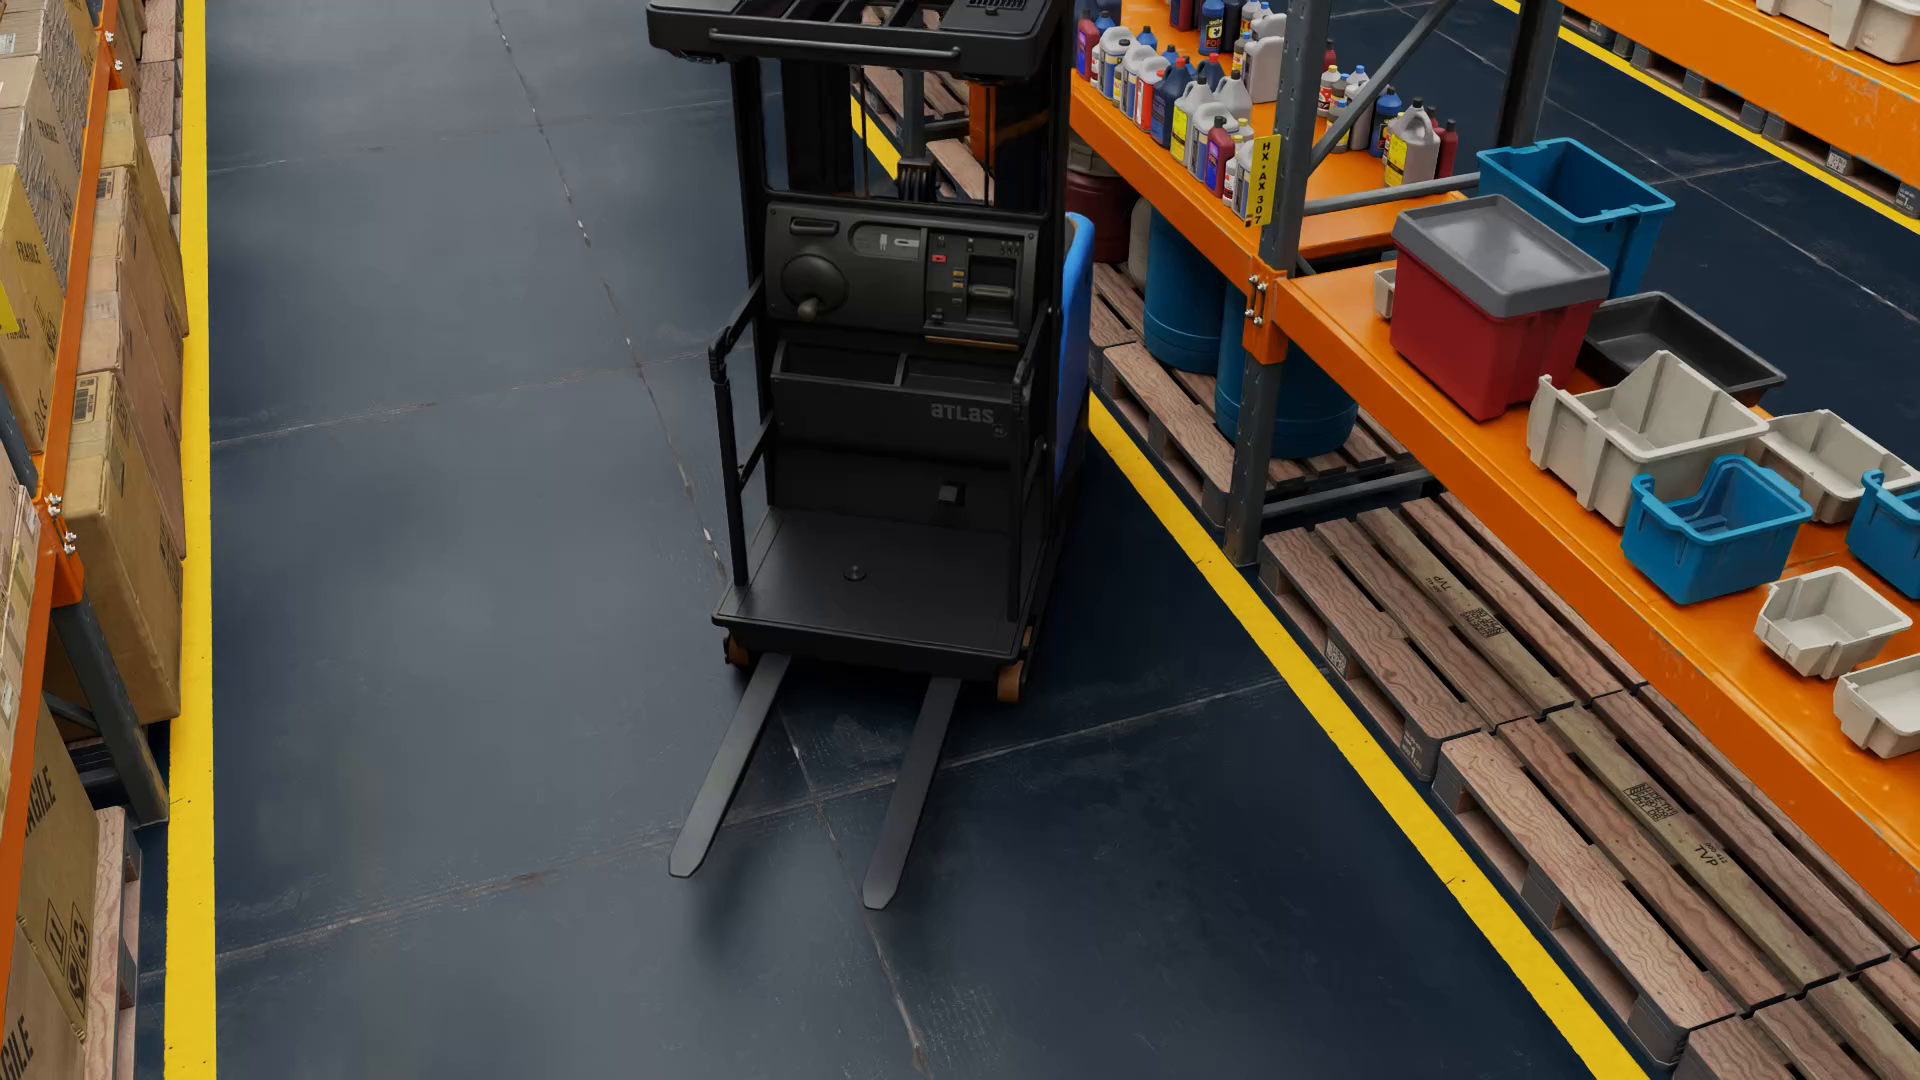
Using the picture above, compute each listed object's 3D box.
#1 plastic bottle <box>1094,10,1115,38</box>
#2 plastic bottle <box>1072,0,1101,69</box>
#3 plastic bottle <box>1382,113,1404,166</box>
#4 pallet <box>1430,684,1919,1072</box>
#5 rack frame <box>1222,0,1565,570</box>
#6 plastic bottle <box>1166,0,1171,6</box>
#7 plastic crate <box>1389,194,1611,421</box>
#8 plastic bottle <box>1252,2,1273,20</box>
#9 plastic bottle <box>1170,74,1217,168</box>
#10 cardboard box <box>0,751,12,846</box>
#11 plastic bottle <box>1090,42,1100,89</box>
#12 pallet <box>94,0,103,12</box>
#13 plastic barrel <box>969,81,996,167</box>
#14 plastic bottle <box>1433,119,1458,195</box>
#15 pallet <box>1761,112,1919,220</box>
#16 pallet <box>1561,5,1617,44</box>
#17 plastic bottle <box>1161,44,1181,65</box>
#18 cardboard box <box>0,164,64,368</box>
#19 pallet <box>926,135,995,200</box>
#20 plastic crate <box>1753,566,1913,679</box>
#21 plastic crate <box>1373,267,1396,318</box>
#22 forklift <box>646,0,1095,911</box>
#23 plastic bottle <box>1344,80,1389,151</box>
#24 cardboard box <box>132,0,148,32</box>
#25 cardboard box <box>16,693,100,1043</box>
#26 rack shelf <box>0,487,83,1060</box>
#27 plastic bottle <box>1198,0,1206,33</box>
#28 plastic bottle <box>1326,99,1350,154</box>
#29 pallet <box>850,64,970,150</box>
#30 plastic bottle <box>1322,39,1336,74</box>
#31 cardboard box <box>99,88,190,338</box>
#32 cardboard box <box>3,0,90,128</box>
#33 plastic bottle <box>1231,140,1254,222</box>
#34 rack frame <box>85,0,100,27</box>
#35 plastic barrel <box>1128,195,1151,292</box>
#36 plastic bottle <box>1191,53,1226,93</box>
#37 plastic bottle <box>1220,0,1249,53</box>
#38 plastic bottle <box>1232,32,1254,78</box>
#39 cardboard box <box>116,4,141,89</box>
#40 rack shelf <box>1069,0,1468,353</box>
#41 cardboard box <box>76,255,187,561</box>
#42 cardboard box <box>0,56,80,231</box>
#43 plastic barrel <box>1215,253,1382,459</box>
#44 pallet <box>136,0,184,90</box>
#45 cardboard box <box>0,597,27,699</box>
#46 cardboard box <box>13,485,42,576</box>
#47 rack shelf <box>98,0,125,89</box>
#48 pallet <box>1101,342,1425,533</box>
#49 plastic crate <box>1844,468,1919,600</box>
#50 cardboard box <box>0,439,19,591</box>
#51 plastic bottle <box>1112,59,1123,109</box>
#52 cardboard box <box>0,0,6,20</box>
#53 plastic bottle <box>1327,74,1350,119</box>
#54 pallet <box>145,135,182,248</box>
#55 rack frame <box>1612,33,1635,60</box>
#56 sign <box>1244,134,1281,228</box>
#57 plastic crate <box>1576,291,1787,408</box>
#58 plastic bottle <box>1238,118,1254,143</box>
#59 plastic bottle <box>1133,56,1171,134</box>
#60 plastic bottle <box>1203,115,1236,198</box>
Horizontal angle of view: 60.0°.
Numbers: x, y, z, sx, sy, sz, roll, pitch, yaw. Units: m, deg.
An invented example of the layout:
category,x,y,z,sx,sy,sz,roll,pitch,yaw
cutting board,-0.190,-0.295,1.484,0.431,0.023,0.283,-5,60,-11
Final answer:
category,x,y,z,sx,sy,sz,roll,pitch,yaw
plastic bottle,0.624,-2.168,7.242,0.097,0.271,0.097,0,37,0
plastic bottle,0.540,-2.271,7.313,0.144,0.351,0.185,-12,39,-16
plastic bottle,1.715,-1.570,6.506,0.097,0.201,0.097,0,37,0
pallet,2.256,0.994,5.255,1.003,0.211,1.213,-12,39,-16
rack frame,1.543,-1.217,5.873,1.000,3.000,0.127,-12,39,-16
plastic bottle,1.043,-2.673,7.971,0.097,0.201,0.097,0,37,0
plastic crate,1.615,-0.710,5.097,0.402,0.464,0.583,-12,39,-16
plastic bottle,1.329,-2.231,7.326,0.097,0.271,0.097,0,37,0
plastic bottle,0.920,-1.649,6.487,0.144,0.351,0.185,-12,39,-16
cardboard box,-2.340,0.594,3.677,0.380,0.149,0.250,-12,39,-15
plastic bottle,0.613,-2.052,7.146,0.097,0.201,0.097,0,37,0
pallet,-4.829,-2.755,8.074,1.213,0.211,1.003,-12,39,-16
plastic barrel,0.351,-2.505,9.037,0.600,0.830,0.708,-12,39,-16
plastic bottle,1.817,-1.466,6.300,0.061,0.283,0.133,-12,39,-16
pallet,5.456,-2.269,9.587,1.003,0.211,1.213,-12,39,-16
pallet,4.572,-3.860,11.699,1.003,0.211,1.213,-12,39,-16
plastic bottle,0.869,-1.925,6.920,0.097,0.271,0.097,0,37,0
cardboard box,-3.205,-0.827,5.272,0.500,0.500,0.500,-12,39,-16
pallet,0.477,-1.926,9.132,1.003,0.211,1.213,-12,39,-16
plastic crate,2.145,0.218,4.136,0.298,0.136,0.250,-12,39,-16
plastic crate,1.569,-0.843,5.546,0.396,0.136,0.243,-12,39,-16
forklift,-0.244,-0.829,5.415,1.130,2.935,3.031,7,38,9
plastic bottle,1.616,-1.715,6.636,0.152,0.276,0.135,-12,39,-16
cardboard box,-5.669,-3.537,10.665,0.700,0.500,0.500,-15,40,-19
cardboard box,-2.955,0.879,4.507,0.875,0.875,0.875,-12,39,-16
rack shelf,-2.419,1.225,3.228,1.077,0.370,4.000,-12,39,-16
plastic bottle,1.152,-2.452,7.609,0.061,0.283,0.133,-12,39,-16
plastic bottle,1.505,-1.649,6.611,0.097,0.201,0.097,0,37,0
pallet,-0.064,-2.809,10.303,1.003,0.211,1.213,-12,39,-16
plastic bottle,1.512,-1.968,6.966,0.061,0.283,0.133,-12,39,-16
cardboard box,-4.266,-1.376,7.501,1.225,0.875,0.875,-14,39,-18
cardboard box,-3.915,-1.981,6.804,0.500,0.500,0.500,-13,39,-16
plastic bottle,1.104,-1.323,6.117,0.152,0.276,0.135,-12,39,-16
rack frame,-4.484,-2.451,7.511,1.000,3.000,0.127,-12,39,-16
plastic barrel,1.018,-1.440,7.887,0.421,0.512,0.421,0,37,0
plastic bottle,0.991,-1.783,6.665,0.144,0.351,0.185,-12,39,-16
plastic bottle,1.225,-2.393,7.475,0.144,0.351,0.185,-12,39,-16
plastic bottle,1.232,-2.096,7.205,0.097,0.201,0.097,0,37,0
cardboard box,-5.330,-2.948,9.882,0.700,0.500,0.500,-16,40,-20
rack shelf,0.855,-2.060,7.589,1.077,0.370,4.000,-12,39,-16
cardboard box,-3.655,-0.373,6.169,1.225,0.875,0.875,-14,39,-18
cardboard box,-3.559,-1.401,6.033,0.500,0.500,0.500,-12,39,-15
plastic barrel,1.372,-0.858,6.791,0.600,0.901,0.708,-12,39,-16
pallet,-5.591,-3.158,10.767,1.003,0.211,1.213,-12,39,-16
cardboard box,-2.518,0.303,4.063,0.380,0.149,0.250,-13,39,-17
cardboard box,-2.695,0.013,4.448,0.380,0.149,0.250,-12,39,-16
rack shelf,-5.172,-3.294,9.228,1.077,0.370,4.000,-12,39,-16
pallet,1.317,-0.548,7.302,1.003,0.211,1.213,-12,39,-16
plastic crate,2.587,-0.036,4.394,0.416,0.233,0.300,-12,39,-16
cardboard box,-2.709,-0.056,4.208,0.500,0.250,0.500,-13,39,-17
plastic bottle,0.693,-1.921,6.972,0.097,0.201,0.097,0,37,0
cardboard box,-4.026,-2.107,6.137,0.797,0.503,0.637,-12,39,-15
plastic bottle,1.568,-1.811,6.826,0.097,0.201,0.097,0,37,0
pallet,-4.751,-1.779,8.937,1.003,0.211,1.213,-12,39,-16
rack frame,4.819,-4.500,10.231,1.000,3.000,0.127,-12,39,-16
sign,1.026,-1.215,5.640,0.100,0.325,0.005,-12,39,-16
plastic crate,2.180,-0.555,5.172,0.437,0.125,0.590,-12,39,-16
plastic bottle,1.089,-1.536,6.462,0.097,0.201,0.097,0,37,0
plastic bottle,0.805,-1.815,6.769,0.152,0.276,0.135,-12,39,-16
plastic bottle,0.981,-1.448,6.276,0.061,0.283,0.133,-12,39,-16
